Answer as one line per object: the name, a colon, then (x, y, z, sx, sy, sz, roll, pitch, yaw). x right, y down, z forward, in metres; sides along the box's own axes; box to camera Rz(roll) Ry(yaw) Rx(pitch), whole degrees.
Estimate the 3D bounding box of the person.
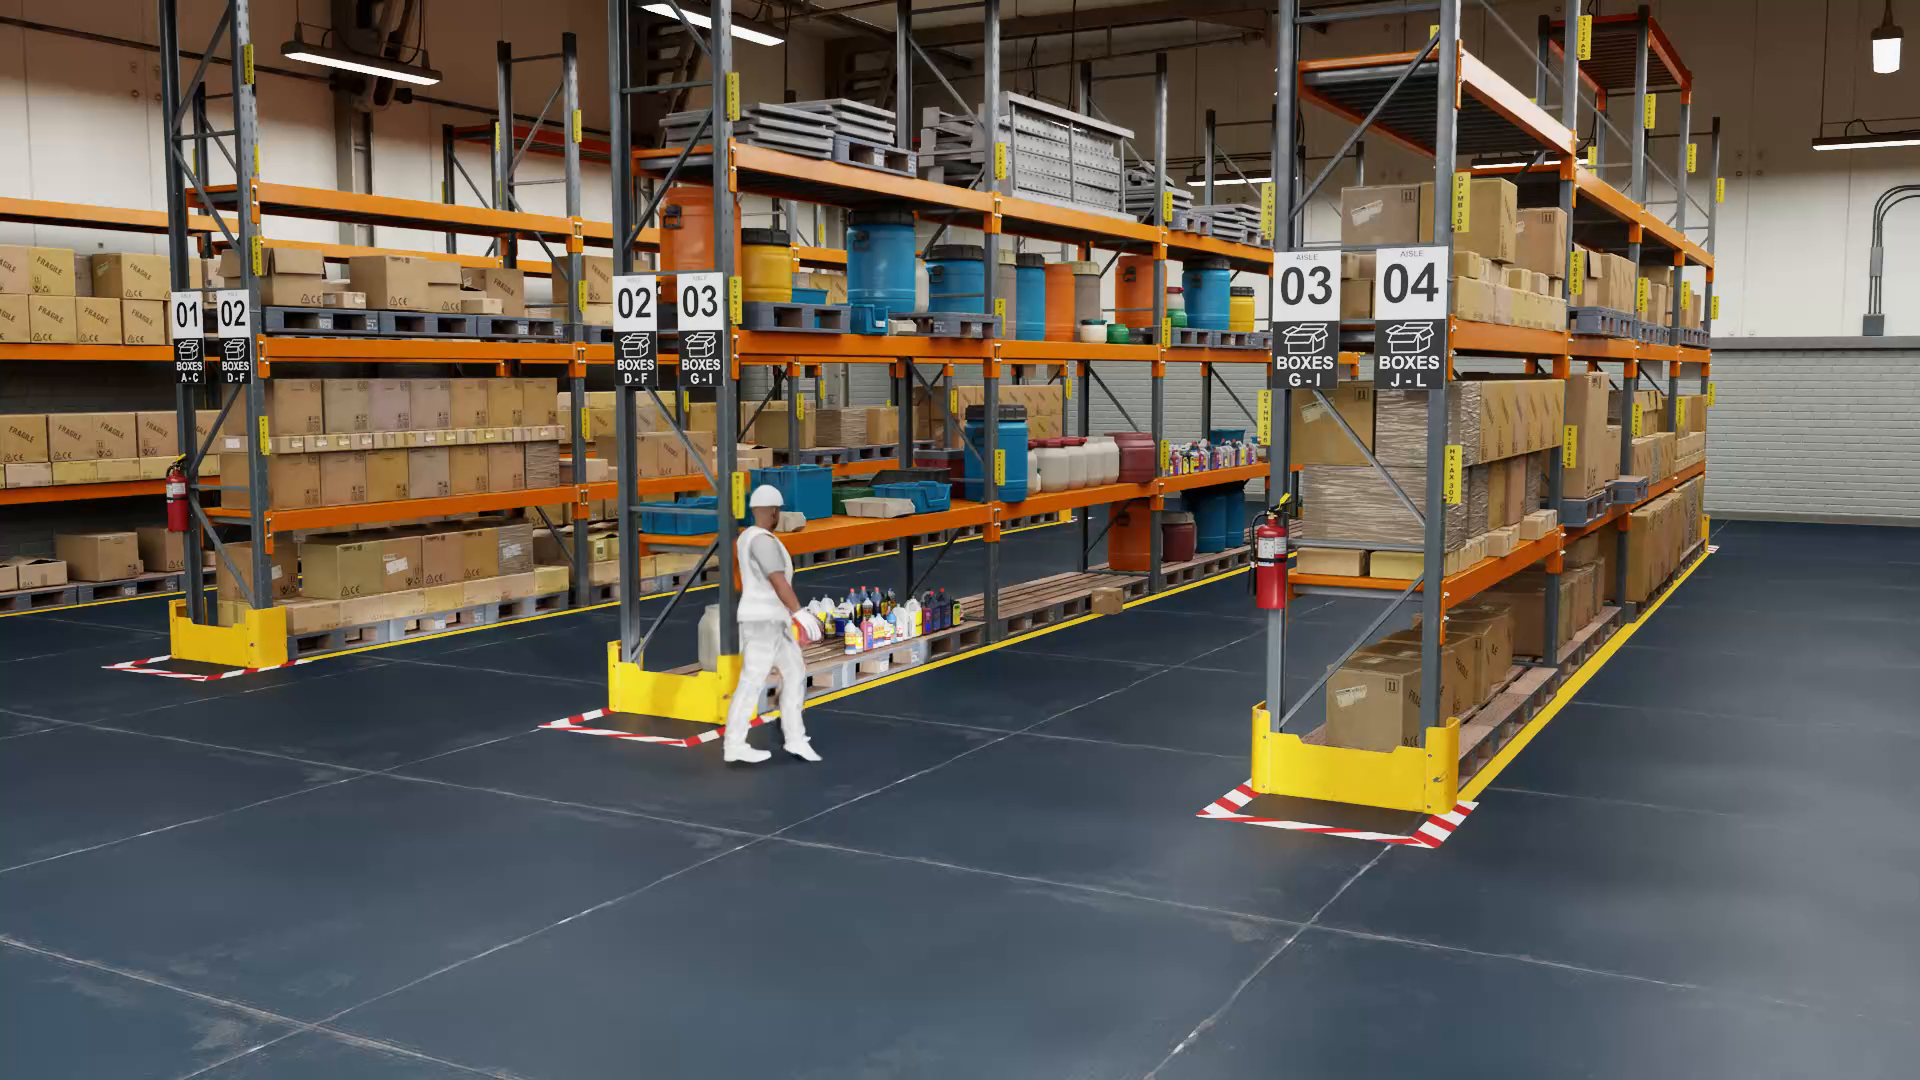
person: (-1.198, 0.572, 10.686, 0.673, 1.839, 0.688, -1, 6, -11)
